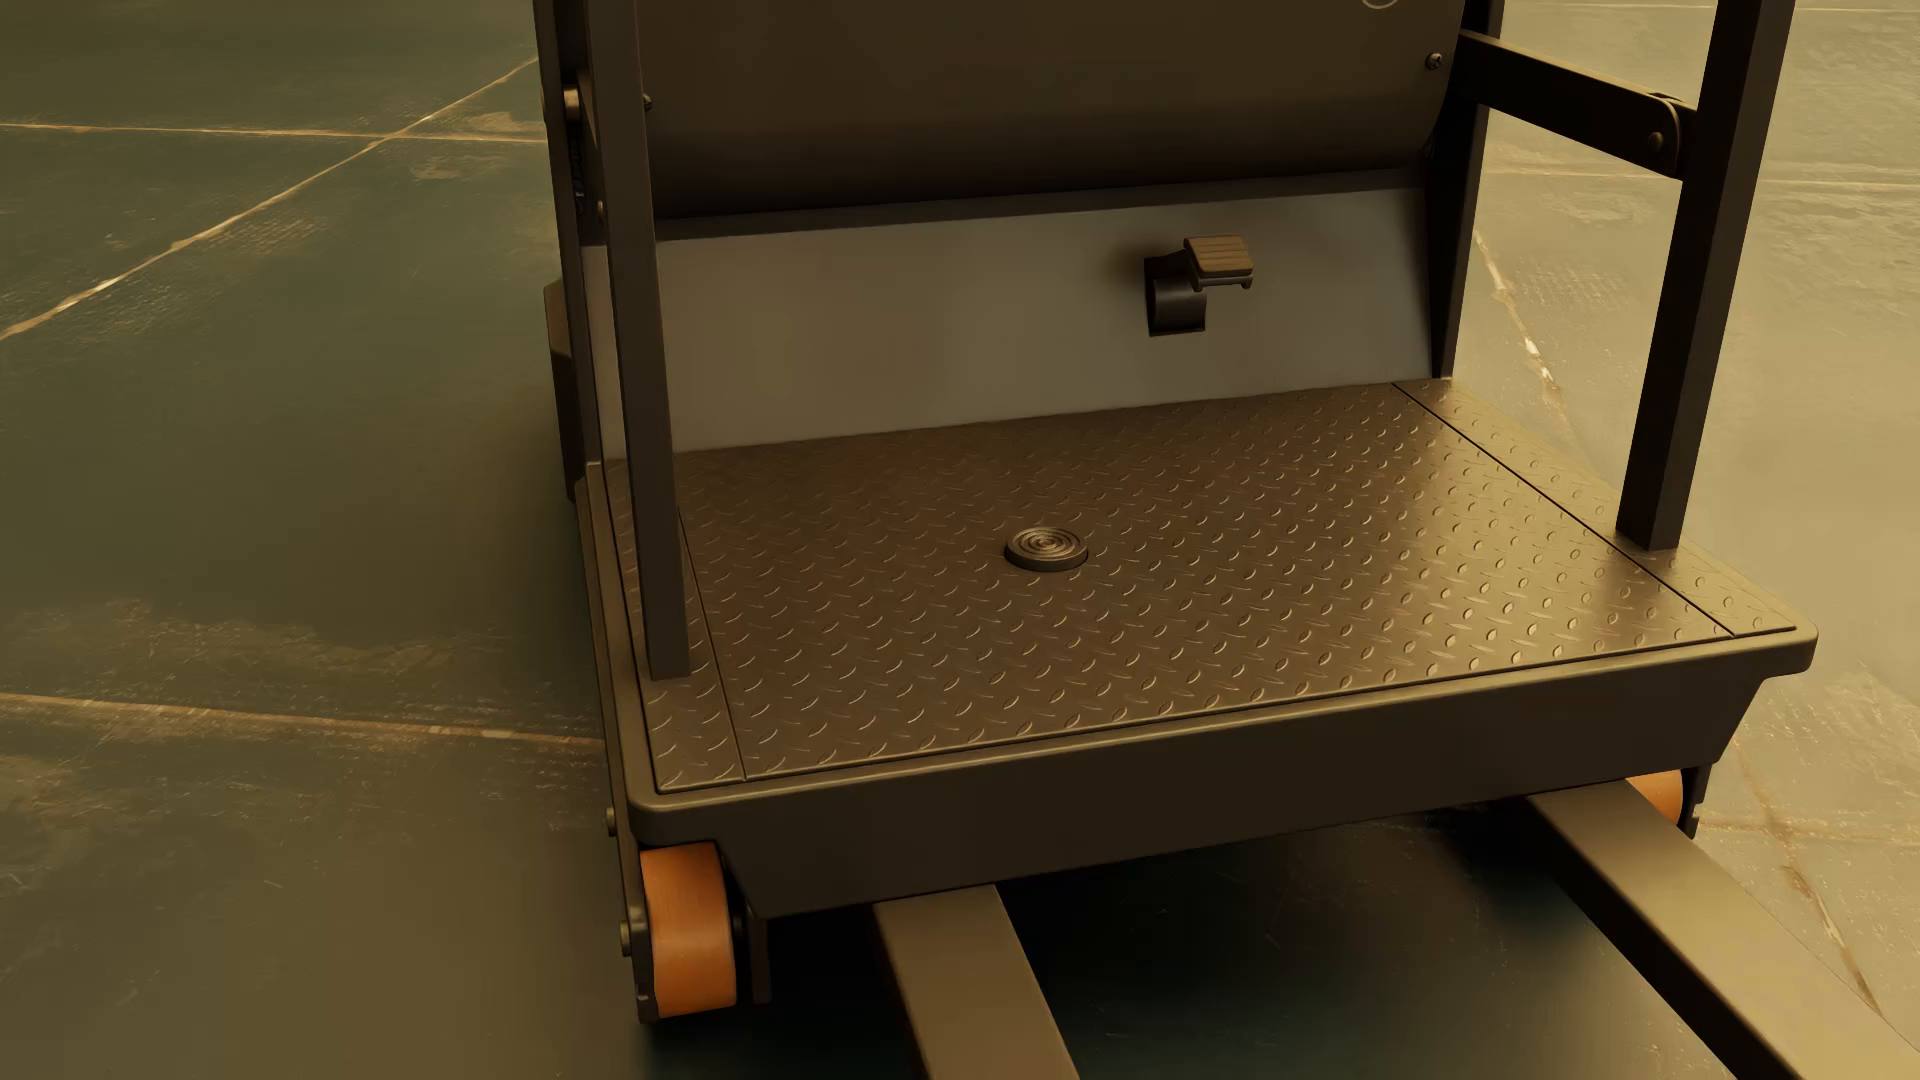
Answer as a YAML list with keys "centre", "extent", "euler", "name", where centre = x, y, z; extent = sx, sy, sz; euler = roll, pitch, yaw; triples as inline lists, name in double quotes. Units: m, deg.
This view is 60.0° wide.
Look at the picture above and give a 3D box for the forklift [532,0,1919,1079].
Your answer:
- centre: [0.153, -1.049, 1.319]
  extent: [1.130, 2.935, 3.031]
  euler: [-7, 27, -13]
  name: "forklift"
